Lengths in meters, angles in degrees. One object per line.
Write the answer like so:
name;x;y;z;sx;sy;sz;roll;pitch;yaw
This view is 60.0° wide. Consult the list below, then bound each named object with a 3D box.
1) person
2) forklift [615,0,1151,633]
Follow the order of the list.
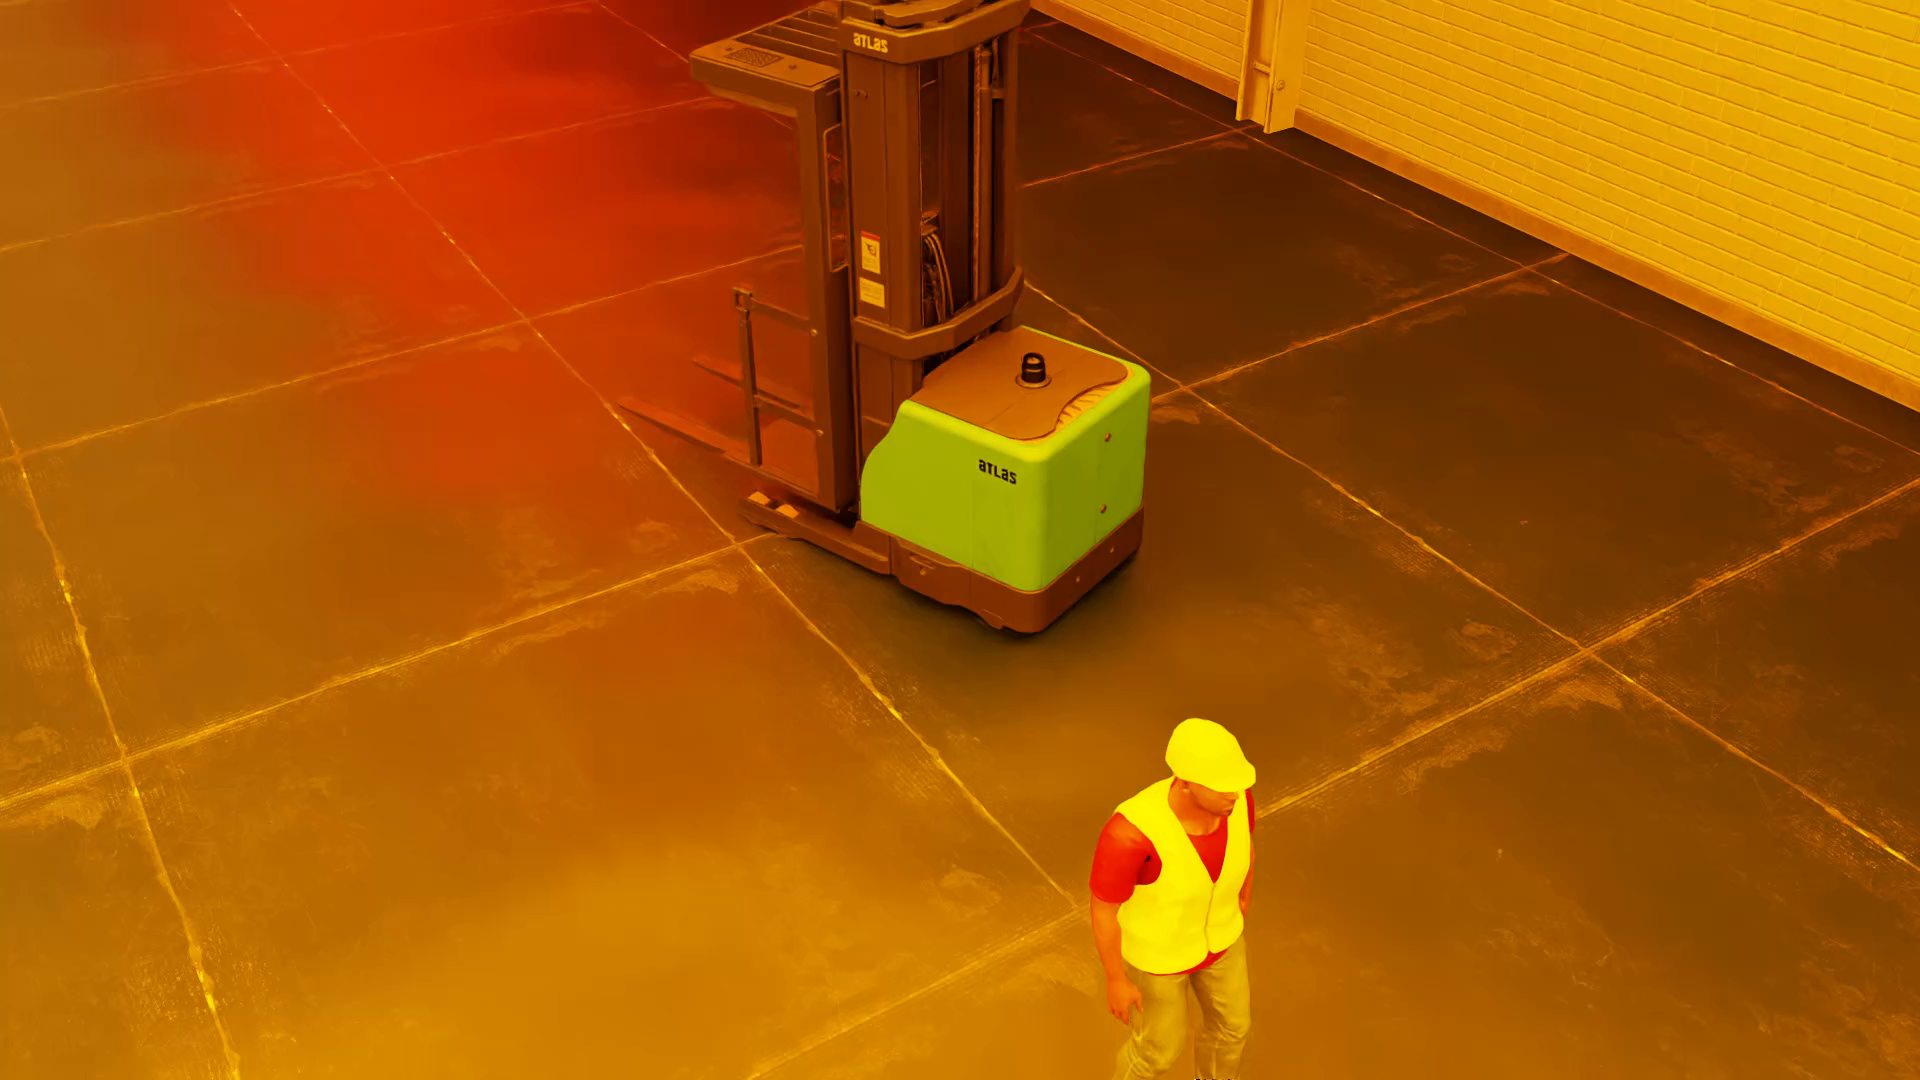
person;0.749;1.329;5.311;0.657;1.789;0.518;-20;40;-26
forklift;-0.547;-1.435;8.189;3.031;2.935;1.130;23;41;29
